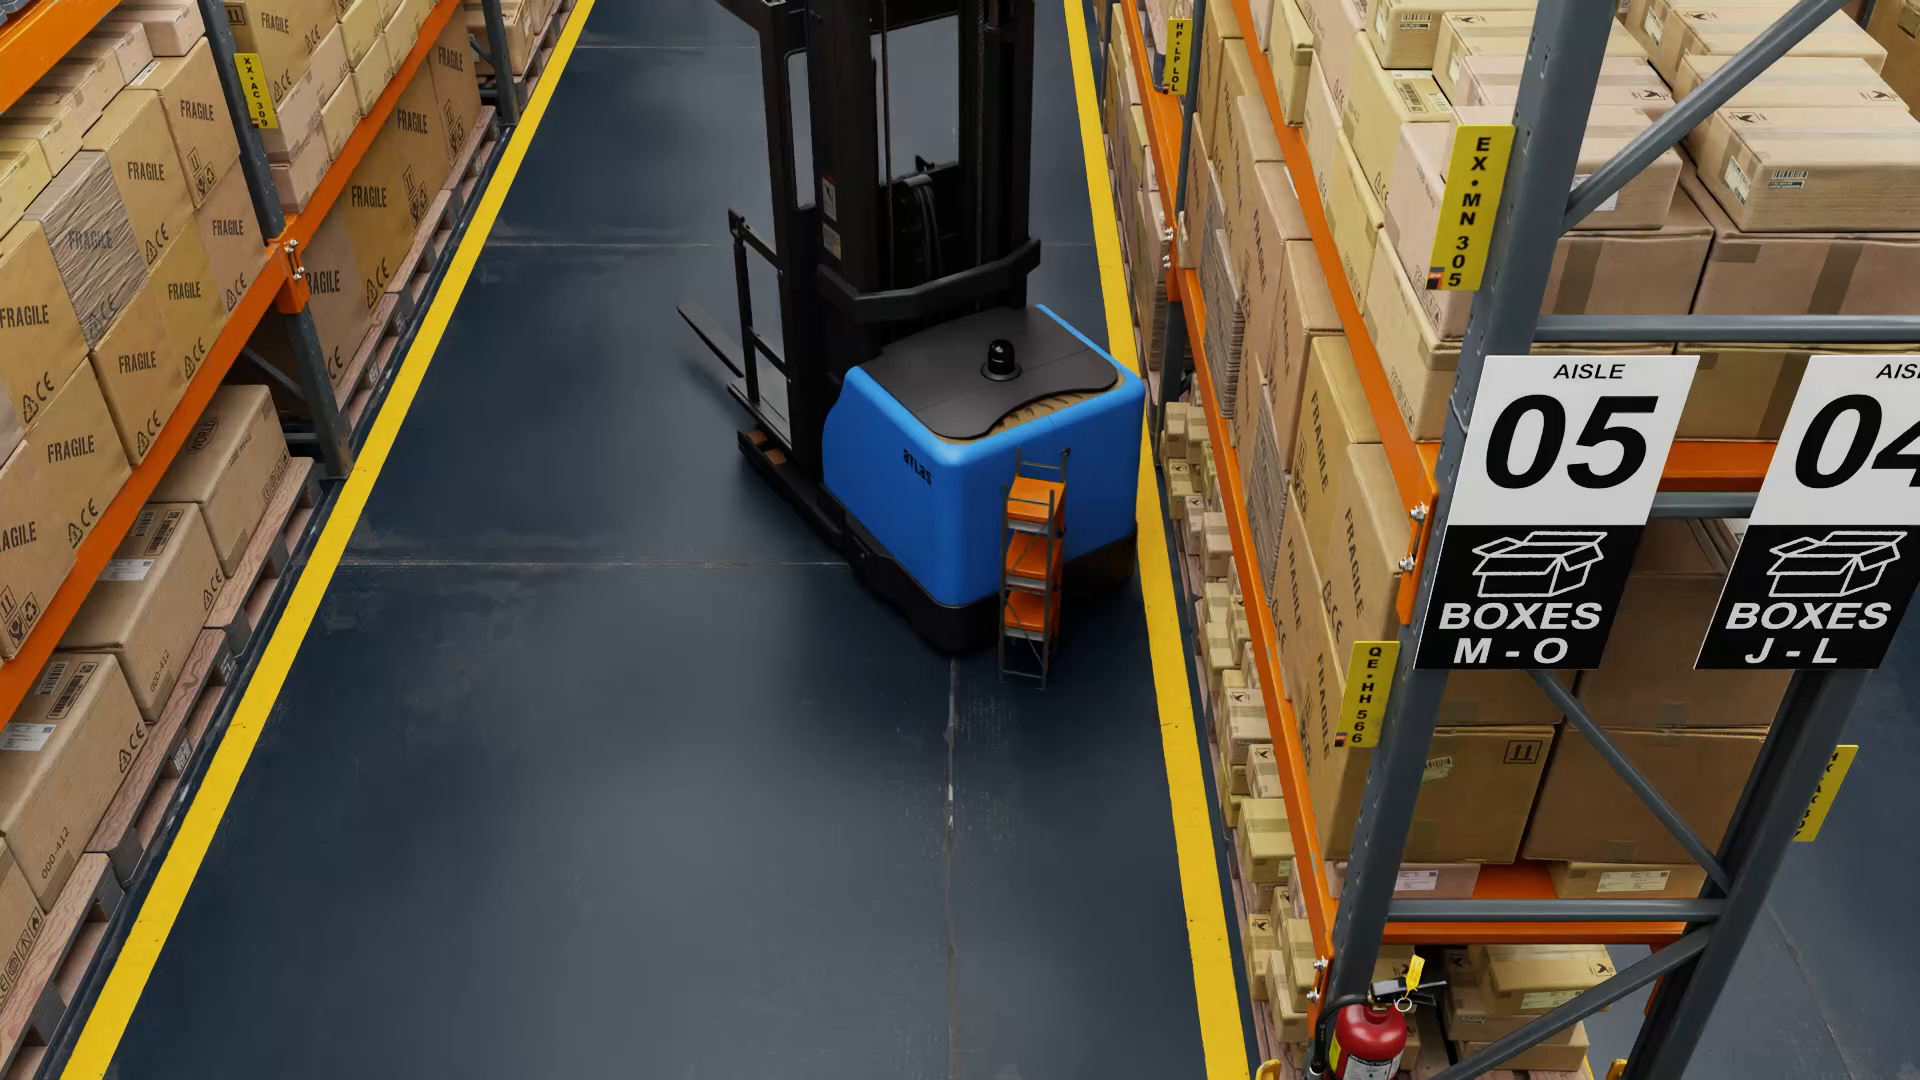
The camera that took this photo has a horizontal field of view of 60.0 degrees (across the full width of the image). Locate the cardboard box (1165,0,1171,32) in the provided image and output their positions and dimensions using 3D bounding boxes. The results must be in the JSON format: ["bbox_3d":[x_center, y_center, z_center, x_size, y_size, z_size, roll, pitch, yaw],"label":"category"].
[{"bbox_3d":[1.259,-2.693,8.577,0.380,0.149,0.250,2,39,2],"label":"cardboard box"}]

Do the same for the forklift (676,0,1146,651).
[{"bbox_3d":[-0.435,-1.566,7.360,1.130,2.935,3.031,-22,44,-25],"label":"forklift"}]

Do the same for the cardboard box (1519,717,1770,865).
[{"bbox_3d":[1.743,0.501,4.408,0.500,0.500,0.500,2,39,2],"label":"cardboard box"}]

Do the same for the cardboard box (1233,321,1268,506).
[{"bbox_3d":[1.213,-0.450,5.595,0.500,0.500,0.500,2,39,2],"label":"cardboard box"}]

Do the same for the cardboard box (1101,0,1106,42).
[{"bbox_3d":[1.547,-3.733,11.472,1.050,0.750,0.750,-1,39,-1],"label":"cardboard box"}]

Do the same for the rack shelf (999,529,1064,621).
[{"bbox_3d":[0.291,0.141,6.752,0.215,0.259,0.240,9,40,11],"label":"rack shelf"}]

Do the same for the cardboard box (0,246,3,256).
[{"bbox_3d":[-3.166,-0.871,5.039,0.380,0.149,0.250,-1,39,-1],"label":"cardboard box"}]

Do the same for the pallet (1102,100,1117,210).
[{"bbox_3d":[1.457,-2.489,10.687,1.003,0.211,1.213,0,39,0],"label":"pallet"}]

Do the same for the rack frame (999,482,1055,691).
[{"bbox_3d":[0.261,0.207,6.653,0.200,1.050,0.008,9,40,11],"label":"rack frame"}]

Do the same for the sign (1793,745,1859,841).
[{"bbox_3d":[2.010,0.599,3.912,0.100,0.325,0.005,0,39,0],"label":"sign"}]

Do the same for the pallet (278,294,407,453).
[{"bbox_3d":[-3.564,-0.892,8.694,1.003,0.211,1.213,0,39,0],"label":"pallet"}]

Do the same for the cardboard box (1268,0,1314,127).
[{"bbox_3d":[1.187,-1.421,4.846,0.500,0.250,0.500,2,39,2],"label":"cardboard box"}]

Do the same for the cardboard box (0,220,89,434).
[{"bbox_3d":[-3.216,-0.683,5.324,0.500,0.500,0.500,0,39,0],"label":"cardboard box"}]

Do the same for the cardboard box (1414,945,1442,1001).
[{"bbox_3d":[1.704,1.394,5.556,0.380,0.149,0.250,0,39,0],"label":"cardboard box"}]

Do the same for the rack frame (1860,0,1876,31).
[{"bbox_3d":[6.418,-4.006,10.350,1.000,3.000,0.127,0,39,0],"label":"rack frame"}]

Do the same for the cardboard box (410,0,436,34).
[{"bbox_3d":[-3.231,-2.990,9.202,0.500,0.250,0.500,0,39,-1],"label":"cardboard box"}]

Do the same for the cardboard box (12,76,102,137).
[{"bbox_3d":[-3.268,-1.508,5.835,0.380,0.149,0.250,0,39,0],"label":"cardboard box"}]

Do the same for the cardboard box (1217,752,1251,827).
[{"bbox_3d":[1.166,0.917,6.151,0.380,0.149,0.250,-2,39,-2],"label":"cardboard box"}]

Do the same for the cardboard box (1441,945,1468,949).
[{"bbox_3d":[1.779,1.270,5.472,0.380,0.149,0.250,0,39,0],"label":"cardboard box"}]

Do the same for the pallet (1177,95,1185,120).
[{"bbox_3d":[1.607,-1.968,7.960,1.003,0.211,1.213,0,39,0],"label":"pallet"}]

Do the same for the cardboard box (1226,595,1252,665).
[{"bbox_3d":[1.232,0.345,6.389,0.380,0.149,0.250,0,39,0],"label":"cardboard box"}]

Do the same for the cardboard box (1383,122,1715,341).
[{"bbox_3d":[1.212,-0.658,3.494,0.500,0.250,0.500,-1,39,-1],"label":"cardboard box"}]

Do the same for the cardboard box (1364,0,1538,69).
[{"bbox_3d":[1.161,-1.213,3.868,0.380,0.149,0.250,1,39,1],"label":"cardboard box"}]

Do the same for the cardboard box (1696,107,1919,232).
[{"bbox_3d":[1.694,-0.728,3.263,0.380,0.149,0.250,0,39,0],"label":"cardboard box"}]

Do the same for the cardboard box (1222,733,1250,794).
[{"bbox_3d":[1.165,0.791,6.070,0.380,0.149,0.250,1,39,1],"label":"cardboard box"}]

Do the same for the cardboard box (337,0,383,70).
[{"bbox_3d":[-3.209,-2.551,8.255,0.500,0.250,0.500,0,39,1],"label":"cardboard box"}]

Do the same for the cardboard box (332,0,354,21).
[{"bbox_3d":[-3.227,-2.834,8.008,0.500,0.500,0.500,-1,39,-1],"label":"cardboard box"}]

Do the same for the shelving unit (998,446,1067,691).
[{"bbox_3d":[0.291,0.133,6.745,0.215,1.050,0.252,9,40,11],"label":"shelving unit"}]

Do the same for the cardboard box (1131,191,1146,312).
[{"bbox_3d":[1.209,-1.536,8.931,0.500,0.500,0.500,-1,39,-1],"label":"cardboard box"}]

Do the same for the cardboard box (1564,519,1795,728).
[{"bbox_3d":[1.732,0.111,4.096,0.500,0.500,0.500,0,39,0],"label":"cardboard box"}]

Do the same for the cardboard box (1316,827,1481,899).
[{"bbox_3d":[1.184,0.831,4.515,0.380,0.149,0.250,0,39,0],"label":"cardboard box"}]

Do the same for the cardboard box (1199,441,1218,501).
[{"bbox_3d":[1.246,-0.302,7.196,0.380,0.149,0.250,-1,39,-1],"label":"cardboard box"}]

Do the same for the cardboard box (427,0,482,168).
[{"bbox_3d":[-3.574,-2.902,10.335,0.875,0.875,0.875,0,39,0],"label":"cardboard box"}]

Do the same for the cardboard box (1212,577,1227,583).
[{"bbox_3d":[1.243,0.146,6.875,0.380,0.149,0.250,2,39,2],"label":"cardboard box"}]

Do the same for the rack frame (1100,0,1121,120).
[{"bbox_3d":[1.458,-4.066,10.425,1.000,3.000,0.127,0,39,0],"label":"rack frame"}]

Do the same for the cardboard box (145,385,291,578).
[{"bbox_3d":[-3.594,-0.269,7.400,0.875,0.438,0.875,-1,39,-1],"label":"cardboard box"}]

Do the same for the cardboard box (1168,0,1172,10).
[{"bbox_3d":[1.259,-2.819,8.497,0.380,0.149,0.250,0,39,0],"label":"cardboard box"}]

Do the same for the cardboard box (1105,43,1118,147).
[{"bbox_3d":[1.204,-2.812,10.523,0.500,0.500,0.500,-2,39,-2],"label":"cardboard box"}]

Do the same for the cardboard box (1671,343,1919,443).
[{"bbox_3d":[1.722,-0.456,3.641,0.500,0.250,0.500,1,39,2],"label":"cardboard box"}]

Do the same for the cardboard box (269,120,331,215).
[{"bbox_3d":[-3.224,-1.714,7.611,0.500,0.250,0.500,-1,39,-1],"label":"cardboard box"}]

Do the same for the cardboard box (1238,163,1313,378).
[{"bbox_3d":[1.204,-0.867,5.316,0.500,0.500,0.500,-1,39,-2],"label":"cardboard box"}]

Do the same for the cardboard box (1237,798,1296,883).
[{"bbox_3d":[1.143,1.004,5.567,0.380,0.149,0.250,-1,39,-1],"label":"cardboard box"}]

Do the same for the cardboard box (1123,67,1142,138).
[{"bbox_3d":[1.205,-2.489,9.520,0.500,0.250,0.500,0,39,0],"label":"cardboard box"}]

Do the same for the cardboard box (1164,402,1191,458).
[{"bbox_3d":[1.143,-0.505,7.687,0.380,0.149,0.250,2,39,2],"label":"cardboard box"}]

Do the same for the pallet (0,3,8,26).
[{"bbox_3d":[-3.498,-1.361,4.722,1.003,0.211,1.213,0,39,0],"label":"pallet"}]

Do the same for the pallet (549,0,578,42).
[{"bbox_3d":[-3.490,-4.160,12.773,1.003,0.211,1.213,0,39,0],"label":"pallet"}]

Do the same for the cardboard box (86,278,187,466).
[{"bbox_3d":[-3.210,-0.611,6.033,0.500,0.500,0.500,-1,39,-1],"label":"cardboard box"}]

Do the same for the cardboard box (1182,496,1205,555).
[{"bbox_3d":[1.194,-0.066,7.378,0.380,0.149,0.250,0,39,0],"label":"cardboard box"}]

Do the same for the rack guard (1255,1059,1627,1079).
[{"bbox_3d":[1.467,1.865,5.023,1.175,0.500,0.348,0,39,0],"label":"rack guard"}]

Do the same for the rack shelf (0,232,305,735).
[{"bbox_3d":[-3.485,0.034,5.884,1.077,0.370,4.000,0,39,0],"label":"rack shelf"}]

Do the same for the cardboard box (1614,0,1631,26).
[{"bbox_3d":[1.679,-1.371,4.064,0.380,0.149,0.250,1,39,1],"label":"cardboard box"}]
